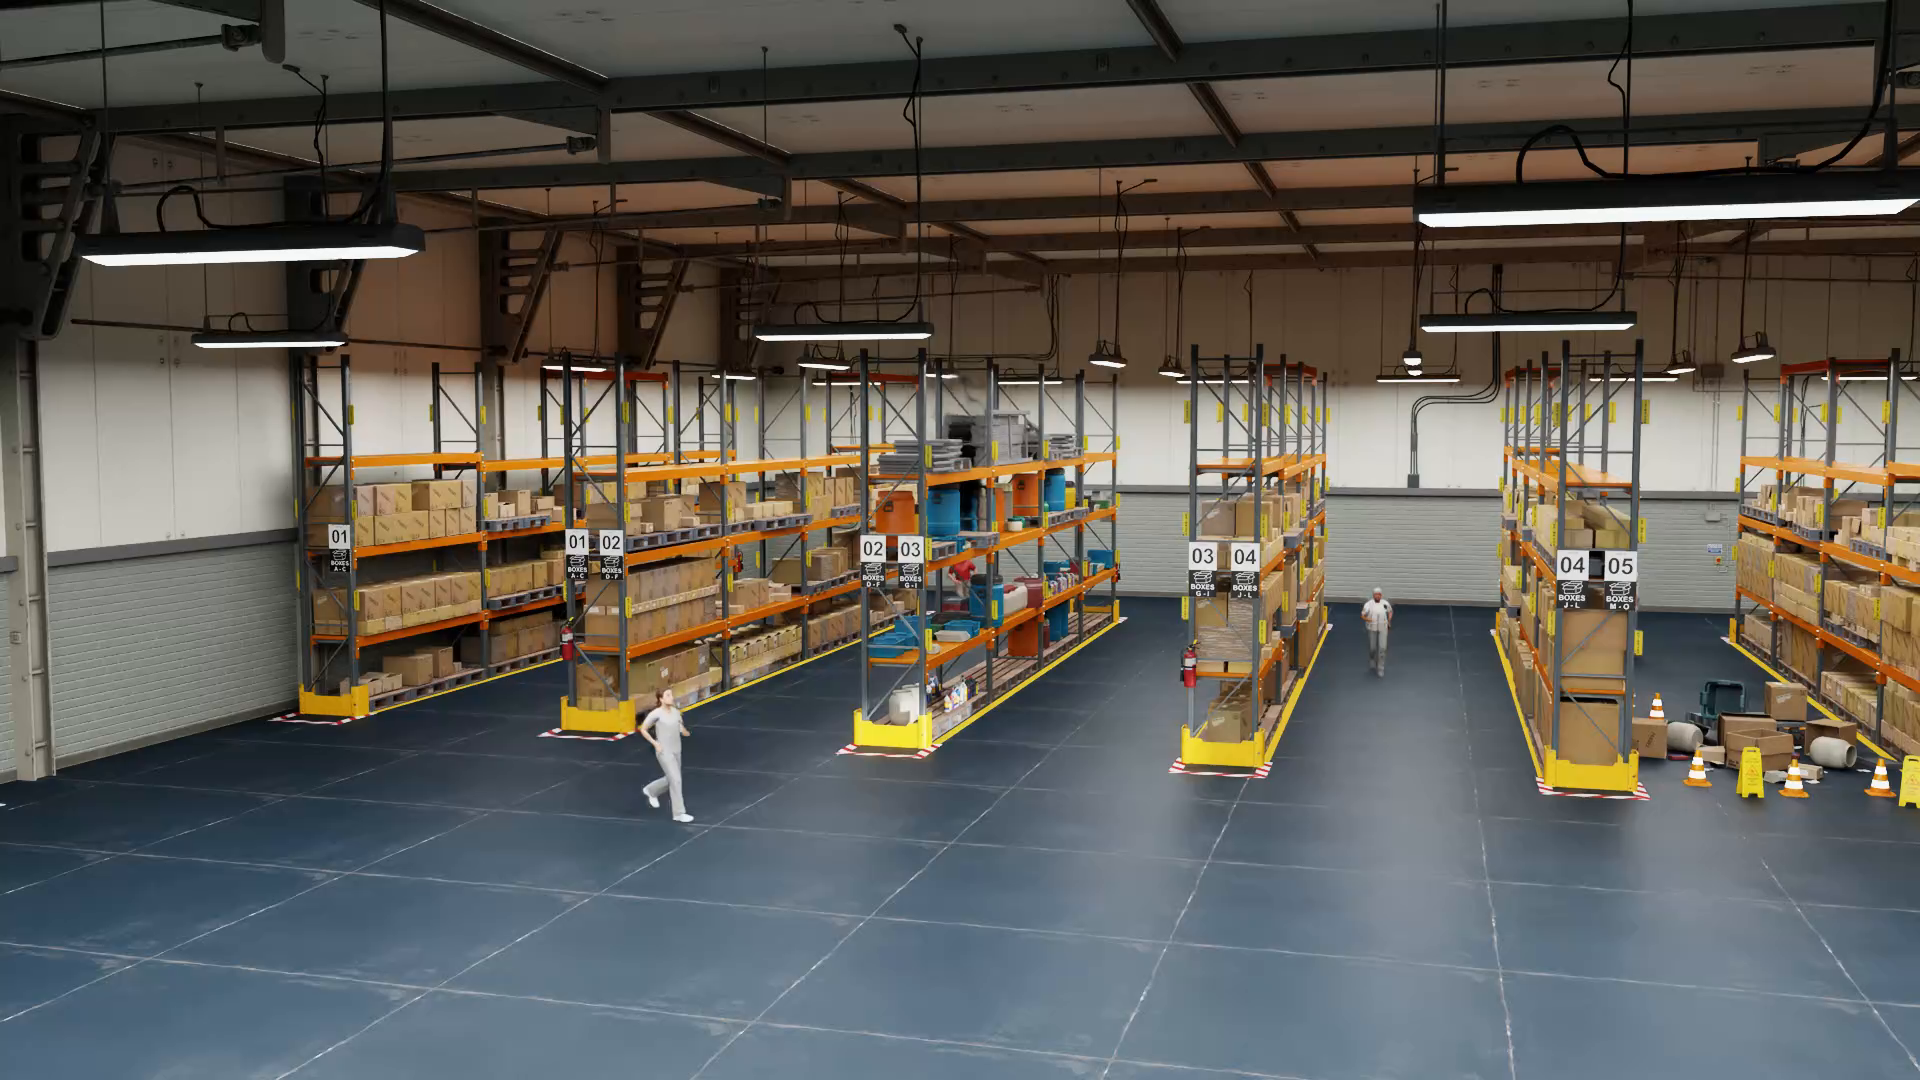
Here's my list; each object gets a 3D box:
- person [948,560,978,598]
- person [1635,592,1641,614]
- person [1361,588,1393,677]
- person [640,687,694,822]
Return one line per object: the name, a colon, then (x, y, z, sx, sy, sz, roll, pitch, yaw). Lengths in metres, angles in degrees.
person: (0.047, 1.148, 40.762, 0.706, 1.613, 0.505, 0, 4, 5)
person: (14.082, 1.489, 35.387, 0.646, 1.723, 0.609, 0, 4, 4)
person: (8.075, 1.760, 32.202, 0.606, 1.680, 0.923, 1, 4, 10)
person: (-3.640, 2.628, 20.586, 0.895, 1.643, 0.576, 3, 5, 34)
